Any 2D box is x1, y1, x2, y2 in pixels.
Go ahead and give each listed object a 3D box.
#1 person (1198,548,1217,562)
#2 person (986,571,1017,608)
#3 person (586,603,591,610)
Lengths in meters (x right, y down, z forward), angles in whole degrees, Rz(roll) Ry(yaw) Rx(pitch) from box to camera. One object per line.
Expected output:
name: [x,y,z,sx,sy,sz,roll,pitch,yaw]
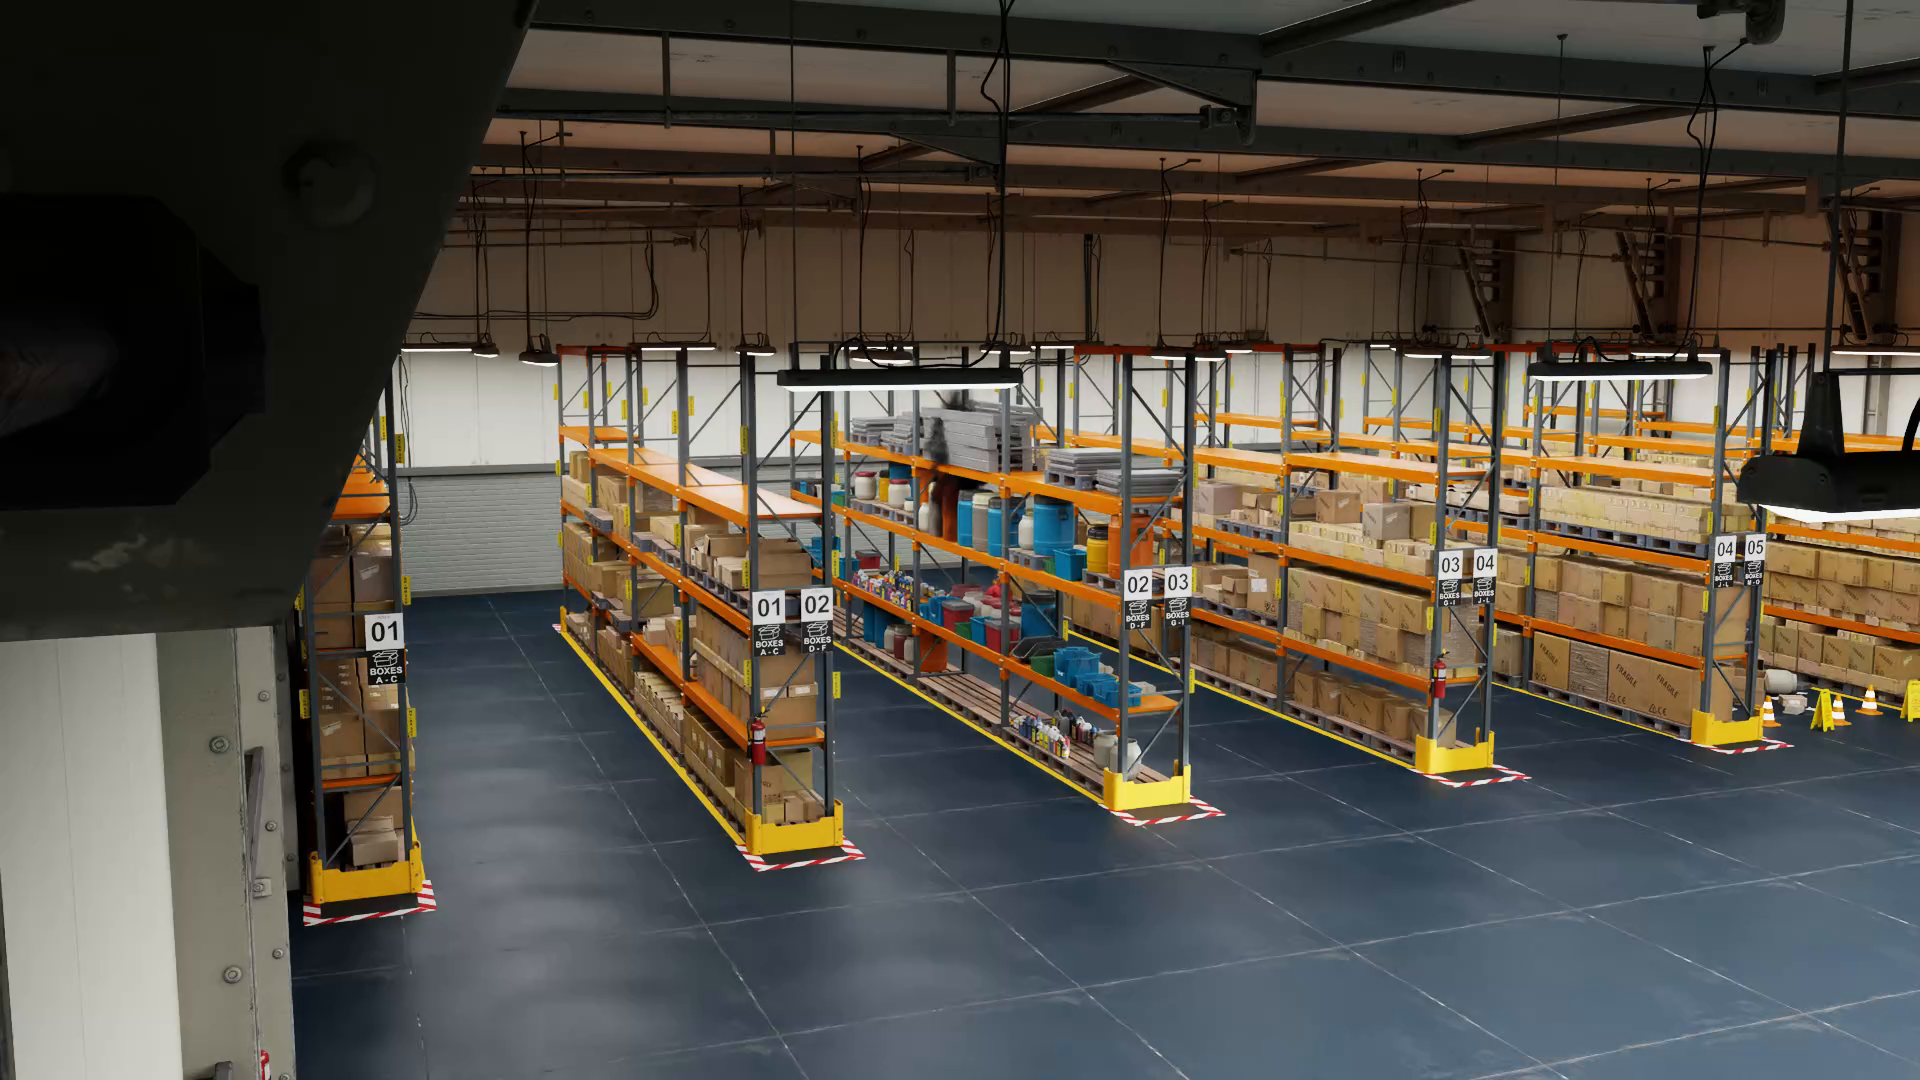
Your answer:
person: [6.233,0.227,41.792,0.653,1.595,0.553,-5,9,-35]
person: [0.794,1.432,32.013,0.674,1.682,0.782,-5,9,-34]
person: [-7.808,0.852,36.365,0.859,1.814,0.714,0,7,0]
